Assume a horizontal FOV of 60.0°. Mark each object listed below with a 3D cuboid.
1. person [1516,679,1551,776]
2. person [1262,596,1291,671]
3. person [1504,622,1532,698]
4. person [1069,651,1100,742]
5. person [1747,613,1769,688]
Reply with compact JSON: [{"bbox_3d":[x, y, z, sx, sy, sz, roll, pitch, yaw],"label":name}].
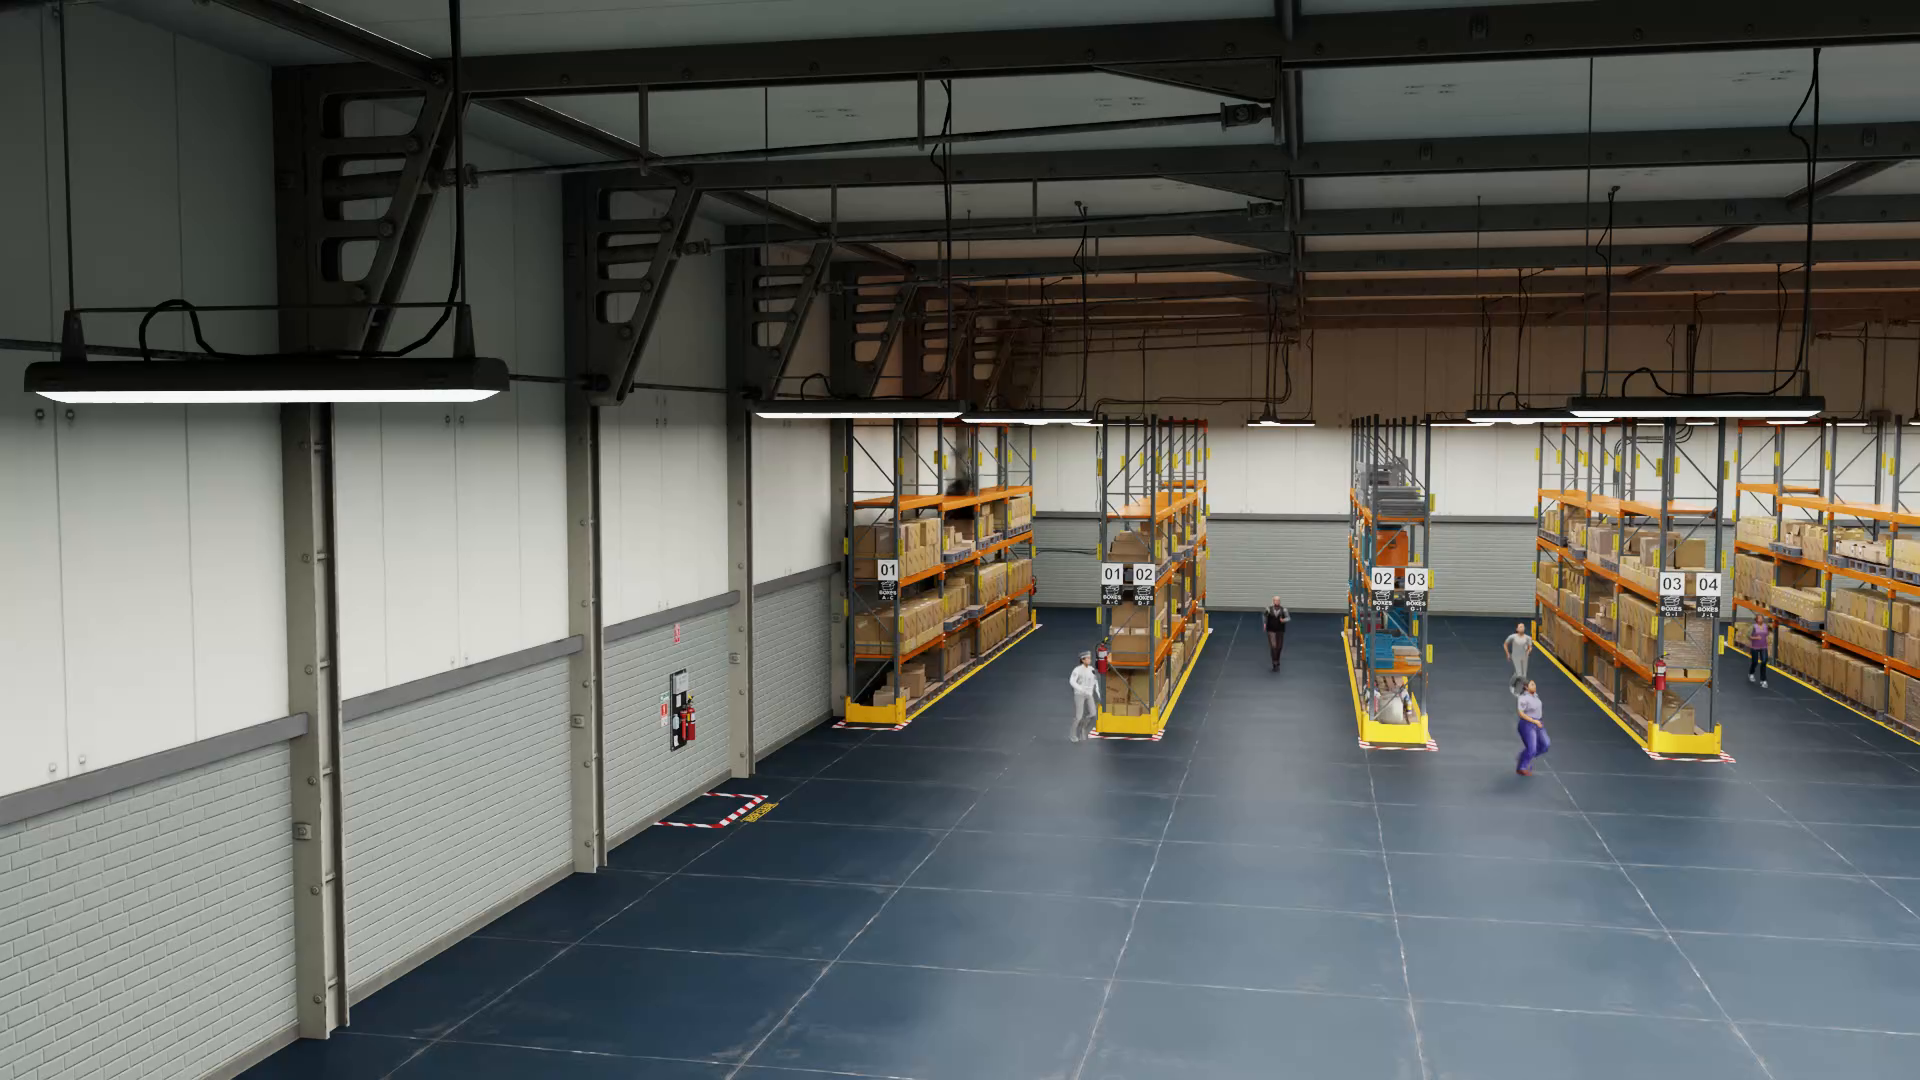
[{"bbox_3d":[9.465,3.099,27.494,0.616,1.599,0.508,-4,5,-45],"label":"person"},{"bbox_3d":[7.527,2.200,39.567,0.645,1.725,0.953,0,4,3],"label":"person"},{"bbox_3d":[11.887,2.555,35.304,0.556,1.625,0.549,0,4,-2],"label":"person"},{"bbox_3d":[2.311,2.864,30.488,0.688,1.656,0.567,-2,4,-29],"label":"person"},{"bbox_3d":[17.800,2.440,37.071,0.535,1.591,0.851,1,4,8],"label":"person"}]
